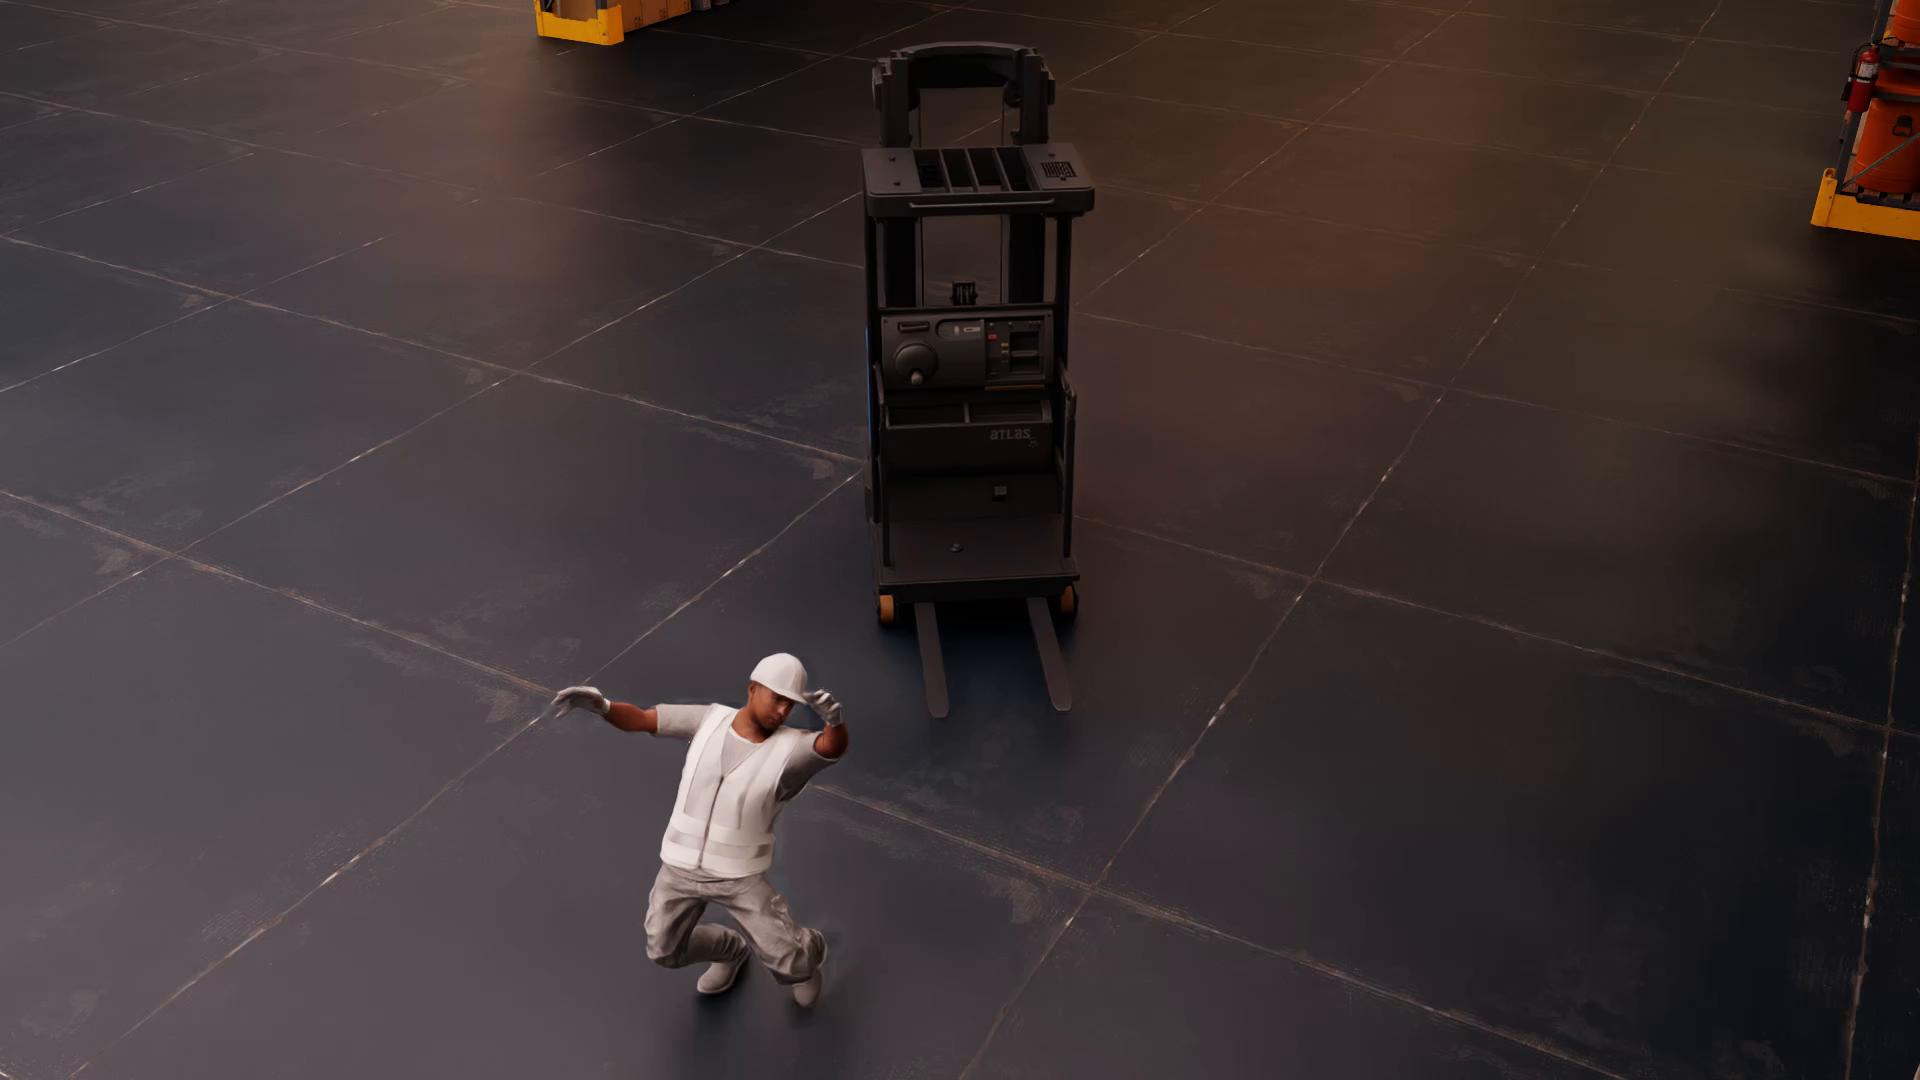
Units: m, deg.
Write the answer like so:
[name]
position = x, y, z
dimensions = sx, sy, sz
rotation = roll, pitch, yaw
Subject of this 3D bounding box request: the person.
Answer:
[person]
position = -0.890, 1.105, 6.413
dimensions = 1.044, 1.671, 0.732
rotation = 8, 31, 13

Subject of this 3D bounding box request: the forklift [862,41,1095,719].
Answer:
[forklift]
position = 0.065, -0.982, 8.772
dimensions = 1.130, 2.935, 3.031
rotation = -3, 30, -5
